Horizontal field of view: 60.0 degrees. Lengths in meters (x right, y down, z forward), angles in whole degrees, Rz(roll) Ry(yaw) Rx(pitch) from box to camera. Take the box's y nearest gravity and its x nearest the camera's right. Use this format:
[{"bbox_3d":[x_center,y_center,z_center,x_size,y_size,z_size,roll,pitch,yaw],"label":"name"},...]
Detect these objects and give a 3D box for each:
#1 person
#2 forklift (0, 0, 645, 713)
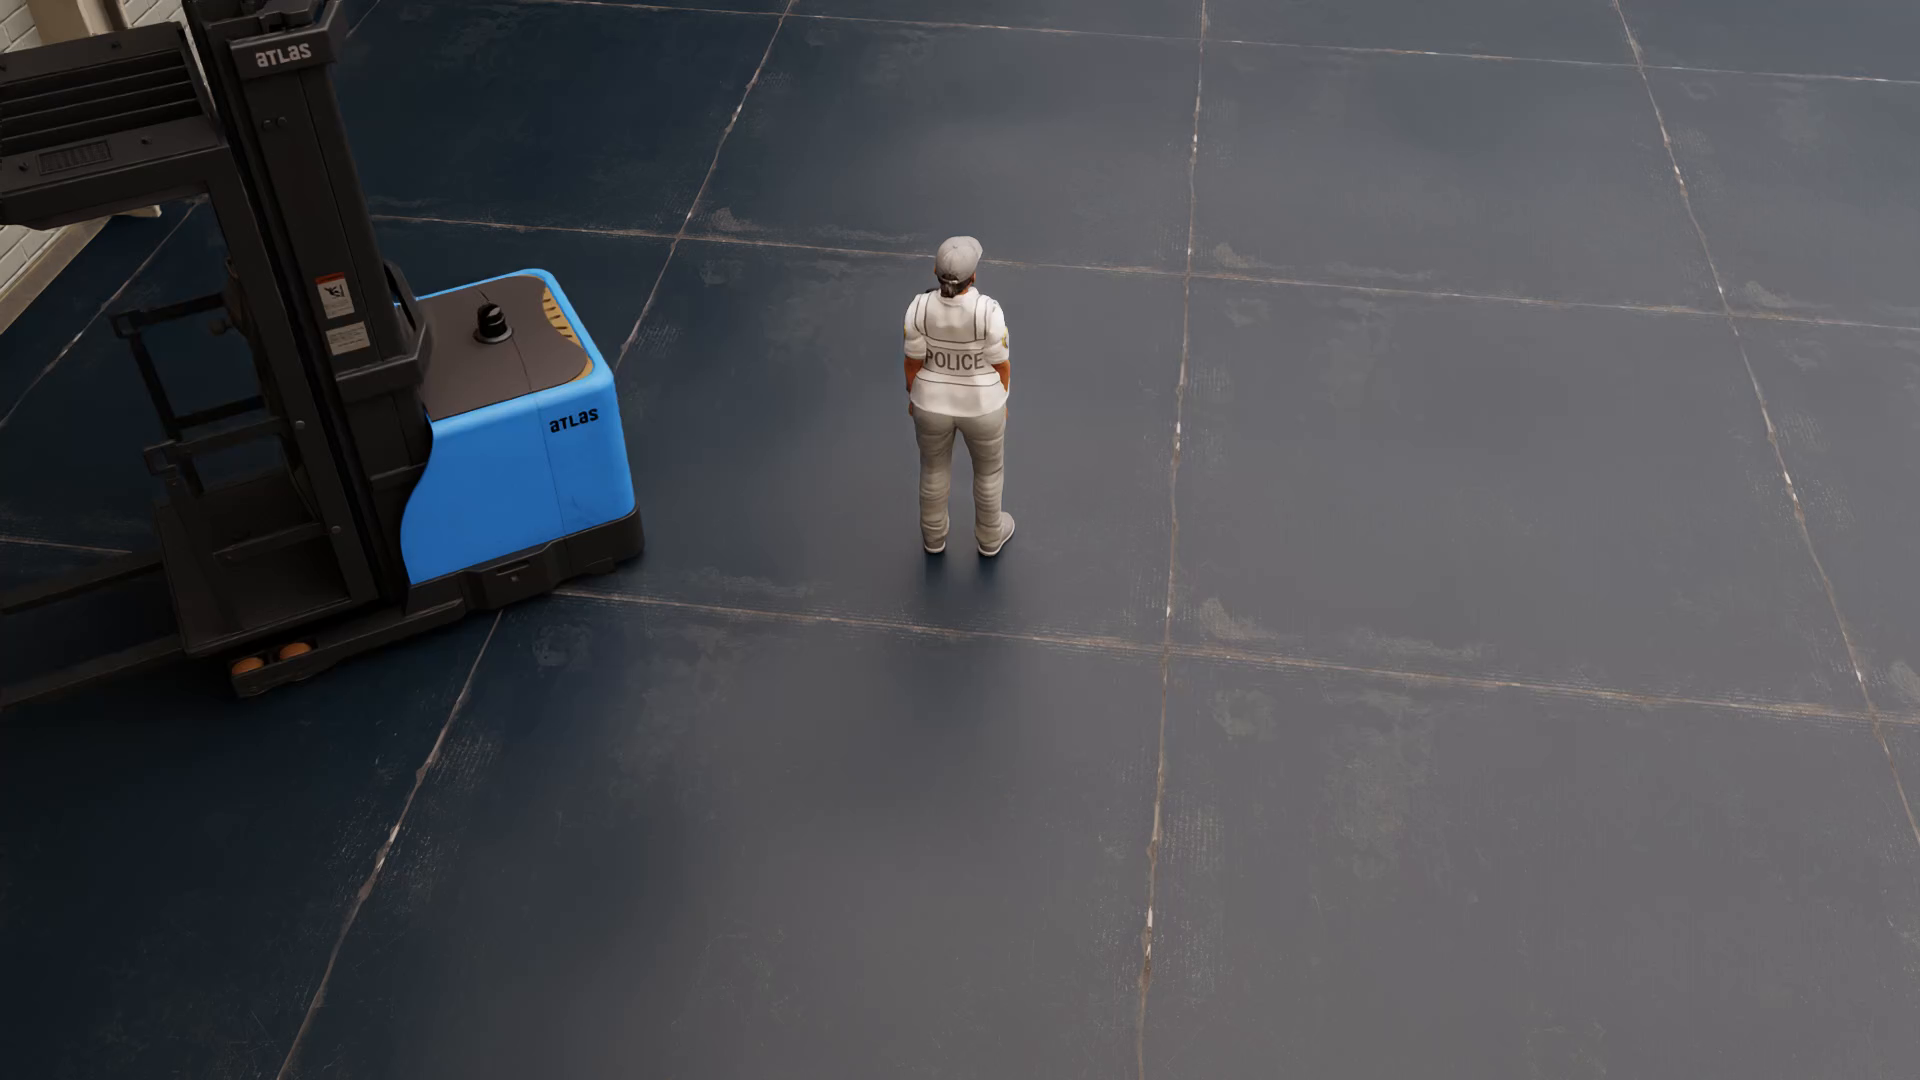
[{"bbox_3d":[0.006,-0.613,7.333,0.483,1.668,0.394,5,43,6],"label":"person"},{"bbox_3d":[-3.019,-0.819,6.616,3.031,2.935,1.130,-19,46,-20],"label":"forklift"}]
